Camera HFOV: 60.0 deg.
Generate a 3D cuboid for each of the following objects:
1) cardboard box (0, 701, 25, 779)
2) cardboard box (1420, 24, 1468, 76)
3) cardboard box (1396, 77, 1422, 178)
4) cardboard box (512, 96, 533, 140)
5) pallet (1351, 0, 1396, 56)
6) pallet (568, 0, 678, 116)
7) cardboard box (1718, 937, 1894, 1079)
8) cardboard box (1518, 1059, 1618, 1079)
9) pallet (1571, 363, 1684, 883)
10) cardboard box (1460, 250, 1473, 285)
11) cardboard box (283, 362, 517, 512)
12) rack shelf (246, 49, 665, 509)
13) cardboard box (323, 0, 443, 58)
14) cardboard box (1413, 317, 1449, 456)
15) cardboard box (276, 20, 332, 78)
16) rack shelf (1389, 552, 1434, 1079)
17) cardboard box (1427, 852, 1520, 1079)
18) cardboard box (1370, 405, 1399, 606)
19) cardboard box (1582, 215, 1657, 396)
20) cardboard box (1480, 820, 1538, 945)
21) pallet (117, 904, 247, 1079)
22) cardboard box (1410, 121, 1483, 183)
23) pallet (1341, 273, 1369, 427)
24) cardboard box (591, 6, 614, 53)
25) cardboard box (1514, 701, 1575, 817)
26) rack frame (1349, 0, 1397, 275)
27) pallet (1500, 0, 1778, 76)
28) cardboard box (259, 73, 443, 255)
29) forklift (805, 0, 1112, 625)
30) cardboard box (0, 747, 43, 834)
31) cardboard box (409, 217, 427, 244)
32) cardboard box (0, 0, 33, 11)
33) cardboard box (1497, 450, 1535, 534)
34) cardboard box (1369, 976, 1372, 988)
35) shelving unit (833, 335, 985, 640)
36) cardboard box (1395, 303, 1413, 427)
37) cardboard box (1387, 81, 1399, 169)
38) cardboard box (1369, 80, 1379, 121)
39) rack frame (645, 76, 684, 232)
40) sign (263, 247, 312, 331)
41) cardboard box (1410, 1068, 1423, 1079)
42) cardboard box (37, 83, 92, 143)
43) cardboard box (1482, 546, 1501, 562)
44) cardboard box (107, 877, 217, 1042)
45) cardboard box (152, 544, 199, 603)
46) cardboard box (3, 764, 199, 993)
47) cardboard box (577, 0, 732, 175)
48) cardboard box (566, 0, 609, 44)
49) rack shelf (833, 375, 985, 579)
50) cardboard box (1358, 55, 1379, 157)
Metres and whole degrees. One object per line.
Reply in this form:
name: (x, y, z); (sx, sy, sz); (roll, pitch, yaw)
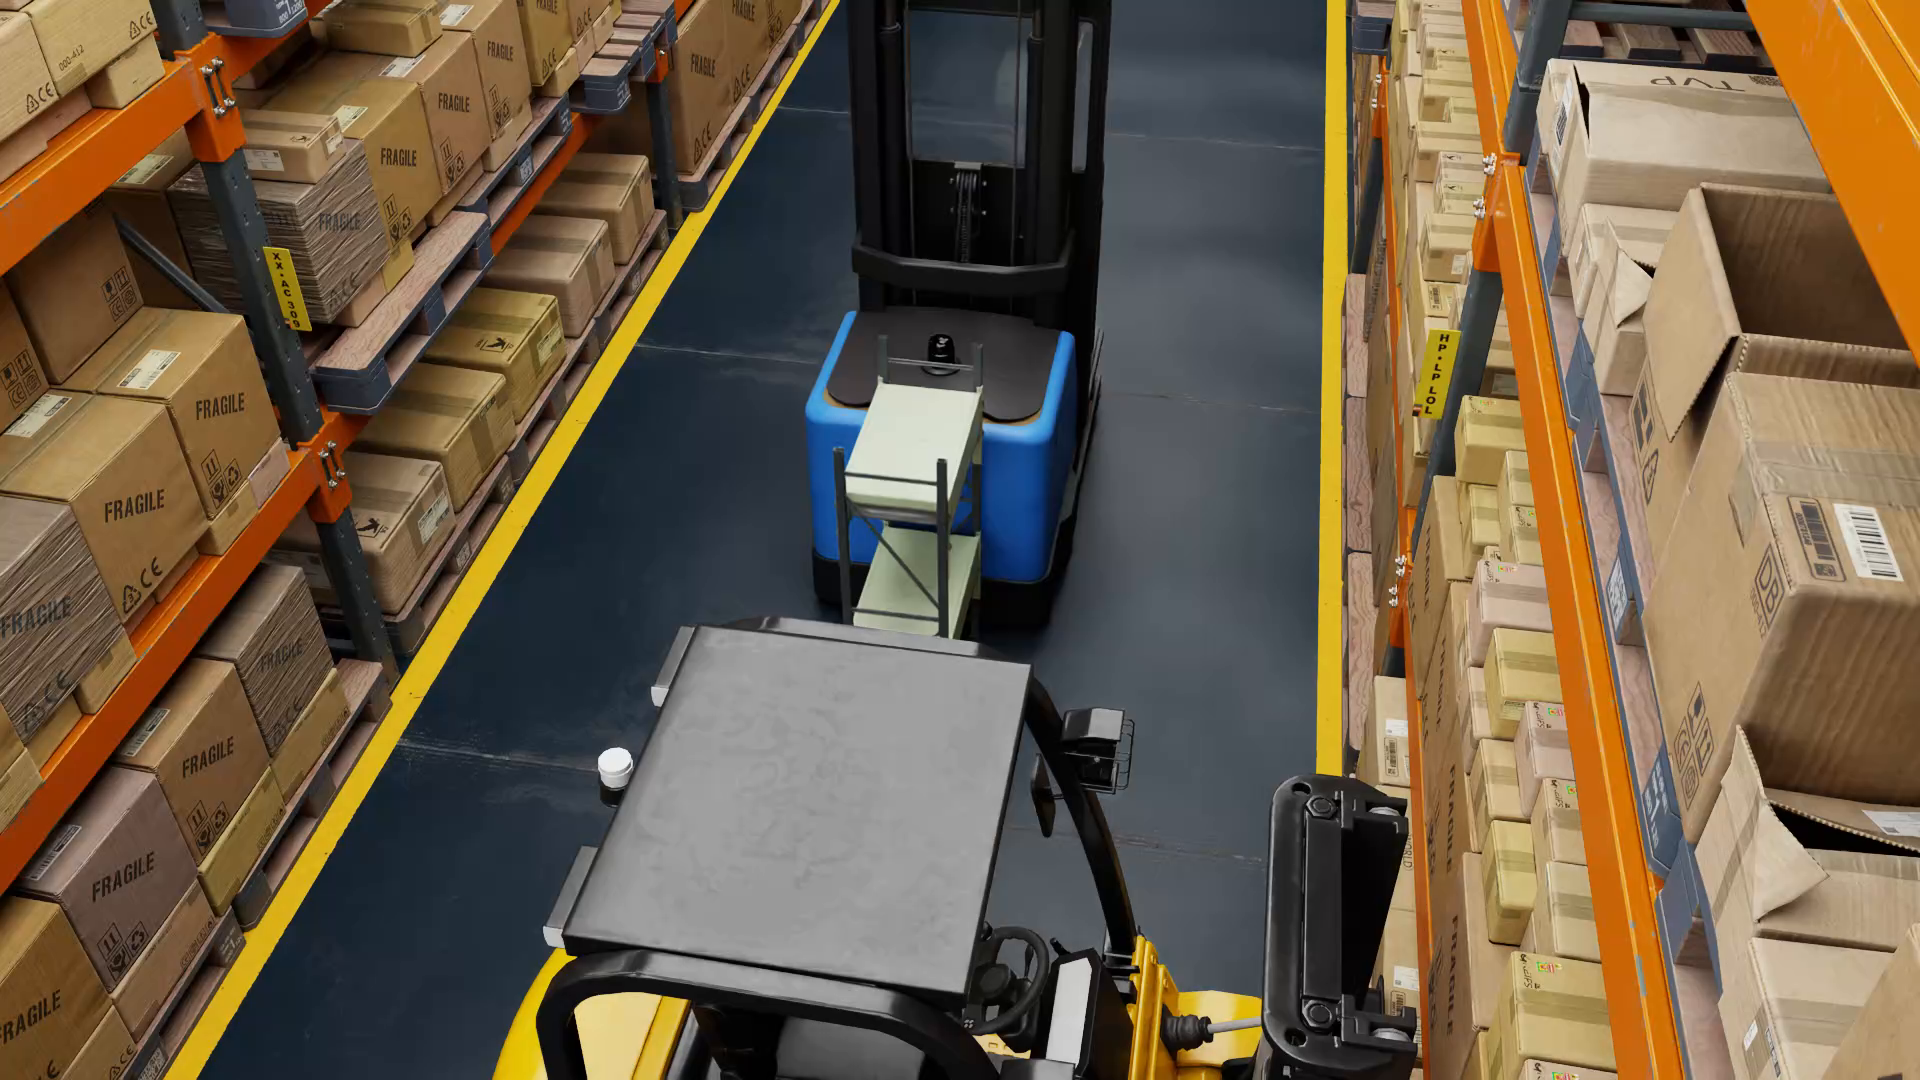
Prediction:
cardboard box: (-2.954, 0.536, 4.436); (0.500, 0.500, 0.500); (6, 40, 7)
cardboard box: (2.269, -2.179, 7.443); (0.380, 0.149, 0.250); (7, 40, 8)
cardboard box: (2.198, -1.798, 7.295); (0.500, 0.250, 0.500); (5, 40, 7)
cardboard box: (-2.193, -1.952, 7.625); (0.380, 0.149, 0.250); (5, 40, 6)
pallet: (2.760, -2.914, 9.071); (1.213, 0.211, 1.003); (6, 40, 8)
pallet: (-2.196, -2.567, 8.651); (1.213, 0.211, 1.003); (6, 40, 8)
cardboard box: (1.171, 0.653, 2.041); (0.380, 0.149, 0.250); (5, 40, 6)
cardboard box: (1.264, 1.165, 3.165); (0.380, 0.149, 0.250); (7, 40, 9)
pallet: (1.684, 0.135, 2.948); (1.003, 0.211, 1.213); (6, 40, 8)
cardboard box: (1.981, -0.884, 5.877); (0.380, 0.149, 0.250); (6, 40, 8)
cardboard box: (-2.661, -0.520, 7.757); (0.950, 0.372, 0.625); (9, 40, 10)
rack shelf: (-2.524, -1.567, 7.856); (1.077, 0.370, 4.000); (6, 40, 8)
cardboard box: (-2.354, -2.104, 6.790); (0.380, 0.149, 0.250); (9, 40, 10)
cardboard box: (1.852, -0.516, 5.745); (0.500, 0.250, 0.500); (6, 40, 7)
cardboard box: (-2.836, -1.854, 6.997); (0.500, 0.500, 0.500); (8, 40, 9)
rack shelf: (1.673, 1.488, 4.161); (1.077, 0.370, 4.000); (6, 40, 8)
cardboard box: (1.417, 1.127, 3.955); (0.500, 0.500, 0.500); (7, 40, 8)
cardboard box: (2.240, -0.106, 7.058); (0.875, 0.625, 0.625); (6, 40, 7)
cardboard box: (1.463, -0.451, 3.285); (0.396, 0.266, 0.258); (6, 40, 7)
cardboard box: (1.418, 0.806, 3.833); (0.380, 0.149, 0.250); (6, 40, 7)
pallet: (-3.160, 1.679, 5.554); (1.003, 0.211, 1.213); (6, 40, 8)
cardboard box: (2.021, -1.552, 6.686); (0.380, 0.149, 0.250); (5, 40, 6)
pallet: (2.531, -0.968, 8.755); (1.003, 0.211, 1.213); (6, 40, 8)
cardboard box: (-1.978, -2.594, 8.401); (0.380, 0.149, 0.250); (6, 40, 7)
cardboard box: (1.527, 0.537, 3.926); (0.380, 0.149, 0.250); (6, 40, 7)
rack frame: (2.711, -2.555, 8.486); (1.000, 3.000, 0.127); (6, 40, 8)
pallet: (2.159, -1.682, 5.226); (0.805, 0.209, 1.217); (5, 40, 6)
cardboard box: (-2.420, -1.482, 6.546); (0.500, 0.500, 0.500); (7, 40, 8)
forklift: (0.119, -1.702, 7.508); (1.130, 2.935, 3.031); (7, 40, 8)
cardboard box: (-2.881, 0.703, 4.742); (0.380, 0.149, 0.250); (7, 40, 8)
cardboard box: (-2.438, -1.309, 6.846); (0.380, 0.149, 0.250); (9, 40, 11)
cardboard box: (-2.679, -1.561, 4.502); (0.380, 0.149, 0.250); (5, 40, 7)
cardboard box: (1.733, -0.104, 4.701); (0.380, 0.149, 0.250); (7, 40, 8)
cardboard box: (1.448, 1.561, 4.944); (0.500, 0.250, 0.500); (6, 40, 7)
shelving unit: (-0.178, 0.053, 6.508); (0.431, 1.500, 0.755); (7, 40, 8)
cardboard box: (1.930, -0.648, 6.297); (0.500, 0.250, 0.500); (6, 40, 7)
cardboard box: (2.302, -1.930, 7.848); (0.500, 0.250, 0.500); (6, 40, 7)
cardboard box: (2.564, -2.516, 9.562); (0.380, 0.149, 0.250); (4, 40, 5)
rack frame: (-2.178, -3.100, 9.145); (1.000, 3.000, 0.127); (6, 40, 8)
sign: (-2.334, -0.868, 5.767); (0.100, 0.325, 0.005); (6, 40, 8)
cardboard box: (1.355, 1.699, 4.385); (0.500, 0.250, 0.500); (6, 40, 7)
cardboard box: (-2.755, -1.268, 4.773); (0.380, 0.149, 0.250); (7, 40, 8)
cardboard box: (1.644, 0.167, 4.606); (0.380, 0.149, 0.250); (6, 40, 8)
cardboard box: (-2.883, 1.363, 5.576); (0.500, 0.250, 0.500); (7, 40, 8)
cardboard box: (-2.784, 0.055, 5.526); (0.380, 0.149, 0.250); (7, 40, 8)
cardboard box: (-2.882, 1.060, 5.354); (0.500, 0.500, 0.500); (8, 40, 10)
cardboard box: (-1.977, -2.867, 10.202); (0.875, 0.875, 0.875); (6, 40, 7)
cardboard box: (-2.062, -2.773, 8.109); (0.500, 0.500, 0.500); (6, 40, 7)
rack shelf: (-0.178, -0.247, 6.260); (0.431, 0.370, 0.720); (7, 40, 8)
cardboard box: (2.758, -2.684, 10.274); (0.500, 0.500, 0.500); (8, 40, 10)
